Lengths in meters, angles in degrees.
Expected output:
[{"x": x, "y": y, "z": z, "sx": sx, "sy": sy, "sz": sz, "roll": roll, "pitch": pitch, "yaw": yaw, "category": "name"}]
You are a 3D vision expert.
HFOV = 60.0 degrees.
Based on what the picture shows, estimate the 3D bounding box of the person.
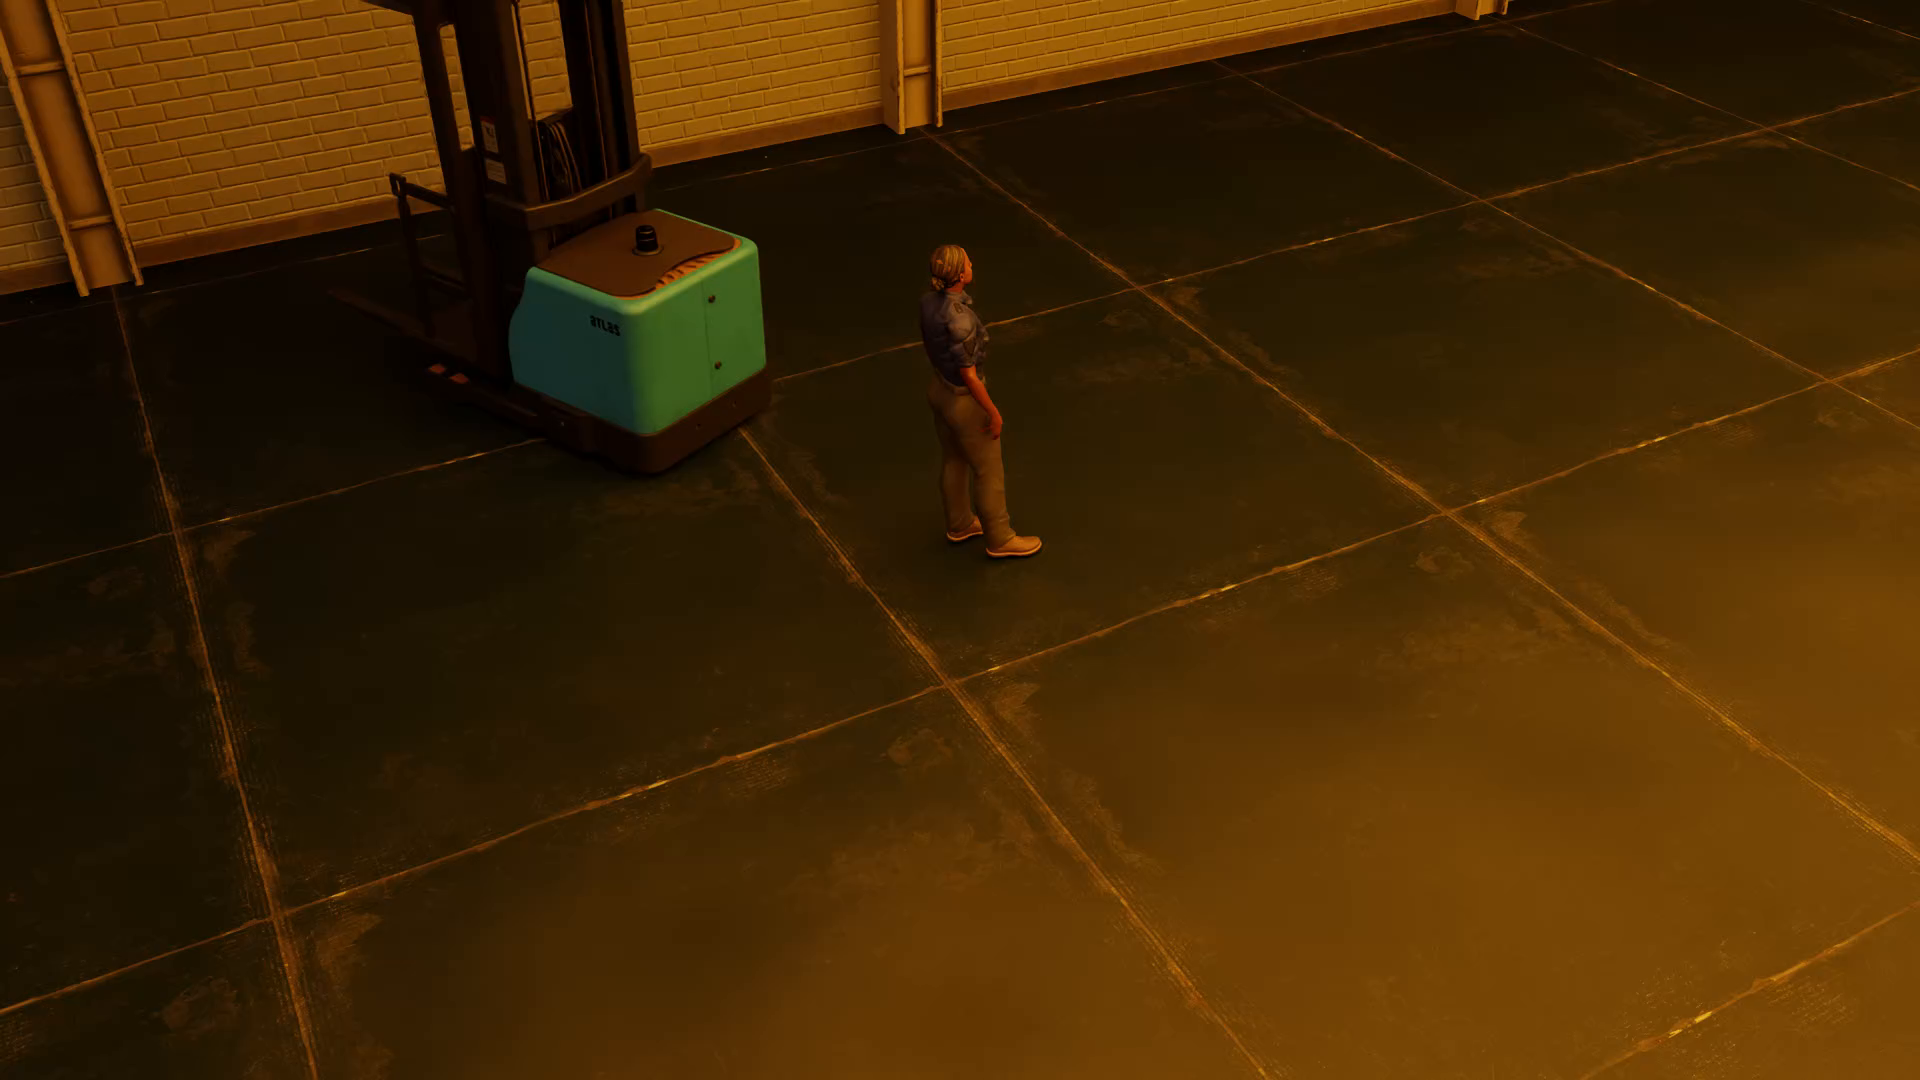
[{"x": 0.087, "y": -0.695, "z": 8.200, "sx": 0.504, "sy": 1.654, "sz": 0.570, "roll": -17, "pitch": 39, "yaw": -23, "category": "person"}]

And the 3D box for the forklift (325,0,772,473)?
[{"x": -2.589, "y": -2.233, "z": 9.282, "sx": 3.031, "sy": 2.935, "sz": 1.130, "roll": 23, "pitch": 41, "yaw": 28, "category": "forklift"}]
